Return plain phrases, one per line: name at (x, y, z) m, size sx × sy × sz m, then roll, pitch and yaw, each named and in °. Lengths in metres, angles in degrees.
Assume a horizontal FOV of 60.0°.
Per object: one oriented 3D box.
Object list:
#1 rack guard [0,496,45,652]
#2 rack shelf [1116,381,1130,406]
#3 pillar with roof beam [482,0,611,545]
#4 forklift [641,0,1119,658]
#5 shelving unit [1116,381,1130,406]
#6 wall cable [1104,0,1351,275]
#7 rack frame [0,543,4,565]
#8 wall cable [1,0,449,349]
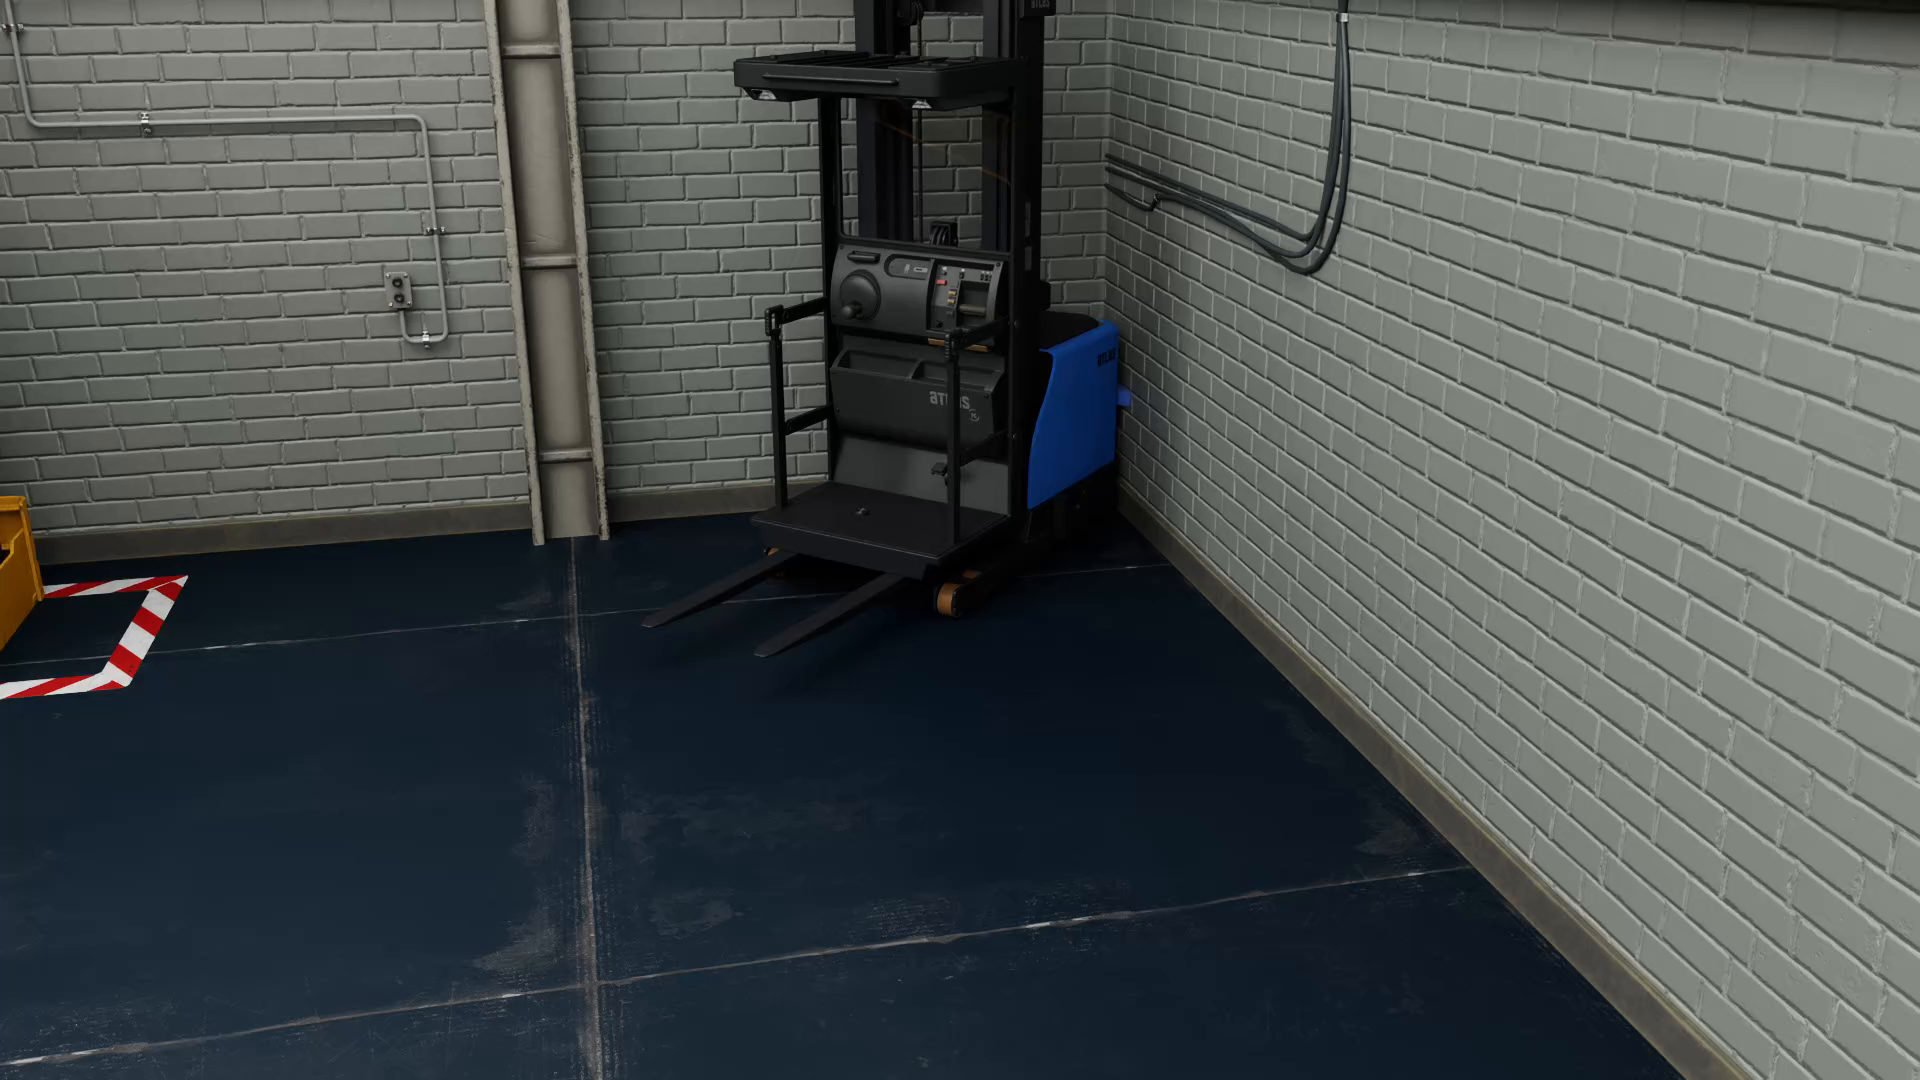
rack guard at (-4.487, 0.227, 7.467) m, size 0.348 × 0.500 × 1.175 m, roll -5°, pitch 21°, yaw -12°
rack shelf at (0.683, -0.895, 9.439) m, size 1.000 × 0.185 × 0.538 m, roll 13°, pitch 27°, yaw 29°
pillar with roof beam at (-1.092, -2.824, 3.440) m, size 0.400 × 9.000 × 9.100 m, roll -5°, pitch 21°, yaw -12°
forklift at (-0.320, -1.191, 7.805) m, size 1.130 × 2.935 × 3.031 m, roll 12°, pitch 23°, yaw 29°
shelving unit at (0.680, -1.060, 9.368) m, size 1.048 × 1.500 × 0.538 m, roll 13°, pitch 27°, yaw 29°
wall cable at (1.076, -2.632, 7.430) m, size 0.112 × 2.526 × 3.097 m, roll -5°, pitch 21°, yaw -12°
rack frame at (-4.511, -0.945, 7.032) m, size 0.127 × 3.000 × 1.000 m, roll -5°, pitch 21°, yaw -12°
wall cable at (-3.482, -1.840, 7.999) m, size 1.851 × 1.984 × 0.084 m, roll -5°, pitch 21°, yaw -12°
